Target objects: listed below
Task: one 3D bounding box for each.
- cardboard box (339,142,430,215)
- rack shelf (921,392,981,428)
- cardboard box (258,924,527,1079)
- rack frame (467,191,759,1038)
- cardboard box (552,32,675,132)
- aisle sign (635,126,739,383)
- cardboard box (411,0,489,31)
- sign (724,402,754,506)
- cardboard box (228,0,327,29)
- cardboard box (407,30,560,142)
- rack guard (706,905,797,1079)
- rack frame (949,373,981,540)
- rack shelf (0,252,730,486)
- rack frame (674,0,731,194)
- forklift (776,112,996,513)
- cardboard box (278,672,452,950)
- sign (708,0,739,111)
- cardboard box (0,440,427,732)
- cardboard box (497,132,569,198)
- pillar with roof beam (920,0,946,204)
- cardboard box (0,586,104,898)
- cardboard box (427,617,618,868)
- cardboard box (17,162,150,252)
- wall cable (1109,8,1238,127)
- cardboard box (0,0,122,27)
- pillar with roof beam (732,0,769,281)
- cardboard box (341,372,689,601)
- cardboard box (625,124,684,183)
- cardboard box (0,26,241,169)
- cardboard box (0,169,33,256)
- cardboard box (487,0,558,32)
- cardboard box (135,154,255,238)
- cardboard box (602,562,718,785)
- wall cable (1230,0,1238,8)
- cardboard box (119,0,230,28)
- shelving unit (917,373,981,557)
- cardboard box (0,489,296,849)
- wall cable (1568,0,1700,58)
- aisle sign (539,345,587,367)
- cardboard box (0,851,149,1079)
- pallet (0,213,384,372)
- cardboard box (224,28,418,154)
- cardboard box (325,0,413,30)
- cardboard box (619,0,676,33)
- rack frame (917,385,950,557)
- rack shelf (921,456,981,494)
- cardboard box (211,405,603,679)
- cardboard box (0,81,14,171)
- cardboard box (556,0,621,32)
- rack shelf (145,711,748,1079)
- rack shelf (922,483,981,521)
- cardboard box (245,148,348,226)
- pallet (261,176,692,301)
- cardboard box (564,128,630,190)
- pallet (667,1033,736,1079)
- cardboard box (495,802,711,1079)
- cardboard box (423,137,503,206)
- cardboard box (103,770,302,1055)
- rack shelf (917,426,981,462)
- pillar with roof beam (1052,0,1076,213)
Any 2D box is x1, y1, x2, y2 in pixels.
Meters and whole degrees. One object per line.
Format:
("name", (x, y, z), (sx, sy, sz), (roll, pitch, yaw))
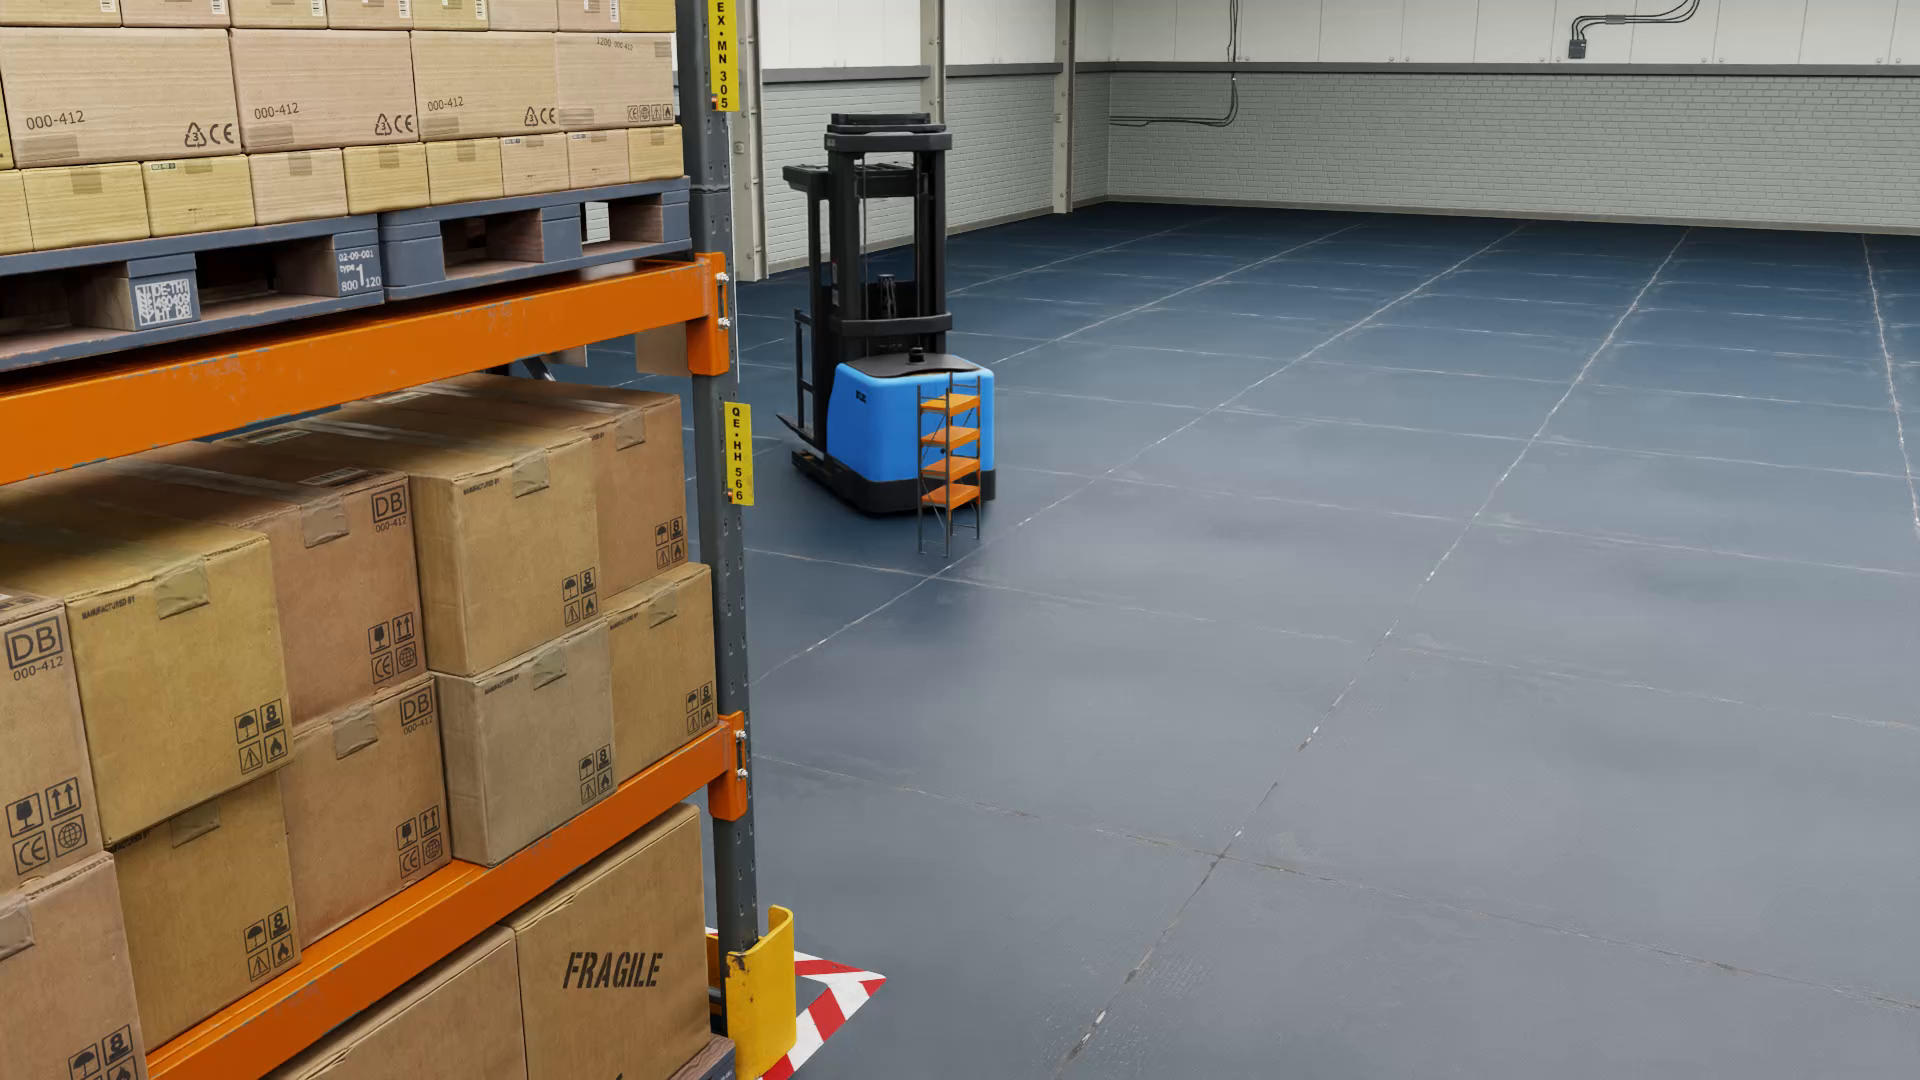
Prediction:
("cardboard box", (-1.474, -0.852, 3.886), (0.380, 0.149, 0.250), (8, 18, 25))
("rack shelf", (-0.074, -0.910, 11.600), (0.258, 0.148, 0.480), (8, 18, 25))
("cardboard box", (-1.809, 1.550, 4.532), (0.875, 0.875, 0.875), (8, 18, 25))
("rack frame", (-1.174, 0.327, 5.654), (1.000, 3.000, 0.127), (8, 18, 25))
("cardboard box", (-1.143, -1.270, 4.593), (0.500, 0.250, 0.500), (8, 18, 26))
("aisle sign", (-0.874, -0.899, 5.217), (0.394, 0.787, 0.004), (8, 18, 25))
("cardboard box", (-1.363, -1.298, 3.985), (0.380, 0.149, 0.250), (8, 19, 26))
("sign", (-0.695, -0.269, 5.211), (0.100, 0.325, 0.005), (8, 18, 25))
("cardboard box", (-1.589, -1.169, 3.551), (0.380, 0.149, 0.250), (8, 18, 25))
("cardboard box", (-1.367, -1.143, 4.164), (0.500, 0.250, 0.500), (8, 18, 25))
("rack guard", (-1.163, 1.519, 6.031), (1.175, 0.500, 0.348), (8, 18, 25))
("rack frame", (0.035, -0.595, 11.921), (0.240, 1.200, 0.015), (8, 18, 25))
("rack shelf", (-2.068, -0.256, 3.615), (1.077, 0.370, 4.000), (8, 18, 25))
("rack frame", (-1.174, -2.549, 4.800), (1.000, 3.000, 0.127), (8, 18, 25))
("forklift", (-0.769, -1.984, 13.555), (1.130, 2.935, 3.031), (-7, 18, -22))
("cardboard box", (-1.888, 0.625, 4.388), (0.875, 0.550, 0.550), (8, 18, 25))
("sign", (-0.695, -1.425, 4.868), (0.100, 0.325, 0.005), (8, 18, 25))
("cardboard box", (-1.910, 0.104, 4.244), (0.875, 0.550, 0.550), (8, 18, 25))
("cardboard box", (-1.247, -0.982, 4.322), (0.380, 0.149, 0.250), (8, 18, 26))
("pillar with roof beam", (3.368, -9.286, 27.484), (9.100, 9.000, 0.400), (8, 18, 25))
("cardboard box", (-2.260, 0.392, 3.276), (0.875, 0.550, 0.550), (8, 18, 25))
("cardboard box", (-1.526, 0.498, 4.814), (0.875, 0.550, 0.550), (8, 18, 25))
("cardboard box", (-1.815, -0.658, 3.230), (0.380, 0.149, 0.250), (8, 18, 26))
("wall cable", (4.697, -10.456, 36.875), (3.097, 2.526, 0.112), (8, 18, 25))
("cardboard box", (-1.815, -1.040, 3.116), (0.380, 0.149, 0.250), (8, 18, 25))
("pillar with roof beam", (0.687, -7.758, 22.338), (9.100, 9.000, 0.400), (8, 18, 25))
("cardboard box", (-1.375, -0.173, 5.178), (0.875, 0.550, 0.550), (8, 18, 25))
("cardboard box", (-1.019, -1.112, 4.759), (0.380, 0.149, 0.250), (8, 18, 25))
("cardboard box", (-1.818, -0.887, 3.302), (0.500, 0.250, 0.500), (8, 18, 26))
("cardboard box", (-1.927, -0.595, 3.018), (0.380, 0.149, 0.250), (8, 18, 25))
("cardboard box", (-1.248, -1.364, 4.208), (0.380, 0.149, 0.250), (8, 19, 26))
("cardboard box", (-1.701, -0.723, 3.451), (0.380, 0.149, 0.250), (8, 18, 26))
("cardboard box", (-1.299, 0.356, 5.295), (0.875, 0.550, 0.550), (8, 18, 25))
("wall cable", (7.118, -12.532, 34.998), (3.097, 2.526, 0.112), (8, 18, 25))
("cardboard box", (-1.703, -1.104, 3.333), (0.380, 0.149, 0.250), (8, 18, 26))
("shelving unit", (-0.074, -0.533, 11.712), (0.258, 1.200, 0.503), (8, 18, 25))
("cardboard box", (-2.030, 0.256, 3.734), (0.875, 0.550, 0.500), (8, 18, 25))
("wall cable", (13.183, -12.363, 31.869), (2.305, 6.003, 0.169), (8, 18, 25))
("aisle sign", (-1.411, -0.975, 5.474), (0.394, 0.787, 0.004), (8, 18, 25))
("cardboard box", (-2.235, 0.913, 3.418), (0.875, 0.550, 0.550), (8, 18, 25))
("pallet", (-2.040, -0.566, 3.549), (1.003, 0.211, 1.213), (8, 18, 25))
("cardboard box", (-1.592, -1.015, 3.734), (0.500, 0.250, 0.500), (8, 18, 25))
("cardboard box", (-1.475, -1.234, 3.772), (0.380, 0.149, 0.250), (8, 18, 26))
("cardboard box", (-1.021, -1.493, 4.641), (0.380, 0.149, 0.250), (8, 18, 26))
("rack frame", (-0.183, -0.471, 11.502), (0.240, 1.200, 0.015), (8, 18, 25))
("rack shelf", (-0.074, -0.469, 11.731), (0.258, 0.148, 0.480), (8, 18, 25))
("cardboard box", (-1.538, -0.021, 4.666), (0.875, 0.550, 0.550), (8, 18, 25))
("cardboard box", (-2.043, -0.758, 2.868), (0.500, 0.250, 0.500), (8, 18, 25))
("cardboard box", (-1.134, -1.429, 4.428), (0.380, 0.149, 0.250), (8, 18, 26))
("rack shelf", (-2.068, 1.182, 4.042), (1.077, 0.370, 4.000), (8, 18, 25))
("rack shelf", (-0.074, -0.278, 11.787), (0.258, 0.148, 0.480), (8, 18, 25))
("cardboard box", (-1.588, -0.788, 3.669), (0.380, 0.149, 0.250), (8, 18, 26))
("pallet", (-1.496, -0.878, 4.599), (1.003, 0.211, 1.213), (8, 18, 25))
("cardboard box", (-1.133, -1.048, 4.543), (0.380, 0.149, 0.250), (8, 18, 26))
("pallet", (-1.461, 1.878, 5.332), (1.003, 0.211, 1.213), (8, 18, 25))
("cardboard box", (-1.418, 1.326, 5.287), (0.875, 0.875, 0.875), (8, 18, 26))
("cardboard box", (-1.360, -0.918, 4.106), (0.380, 0.149, 0.250), (8, 18, 26))
("cardboard box", (-2.088, 0.765, 3.916), (0.875, 0.550, 0.500), (8, 18, 25))
("rack shelf", (-0.074, -0.683, 11.667), (0.258, 0.148, 0.480), (8, 18, 25))
("pillar with roof beam", (6.049, -10.814, 32.629), (9.100, 9.000, 0.400), (8, 18, 25))
